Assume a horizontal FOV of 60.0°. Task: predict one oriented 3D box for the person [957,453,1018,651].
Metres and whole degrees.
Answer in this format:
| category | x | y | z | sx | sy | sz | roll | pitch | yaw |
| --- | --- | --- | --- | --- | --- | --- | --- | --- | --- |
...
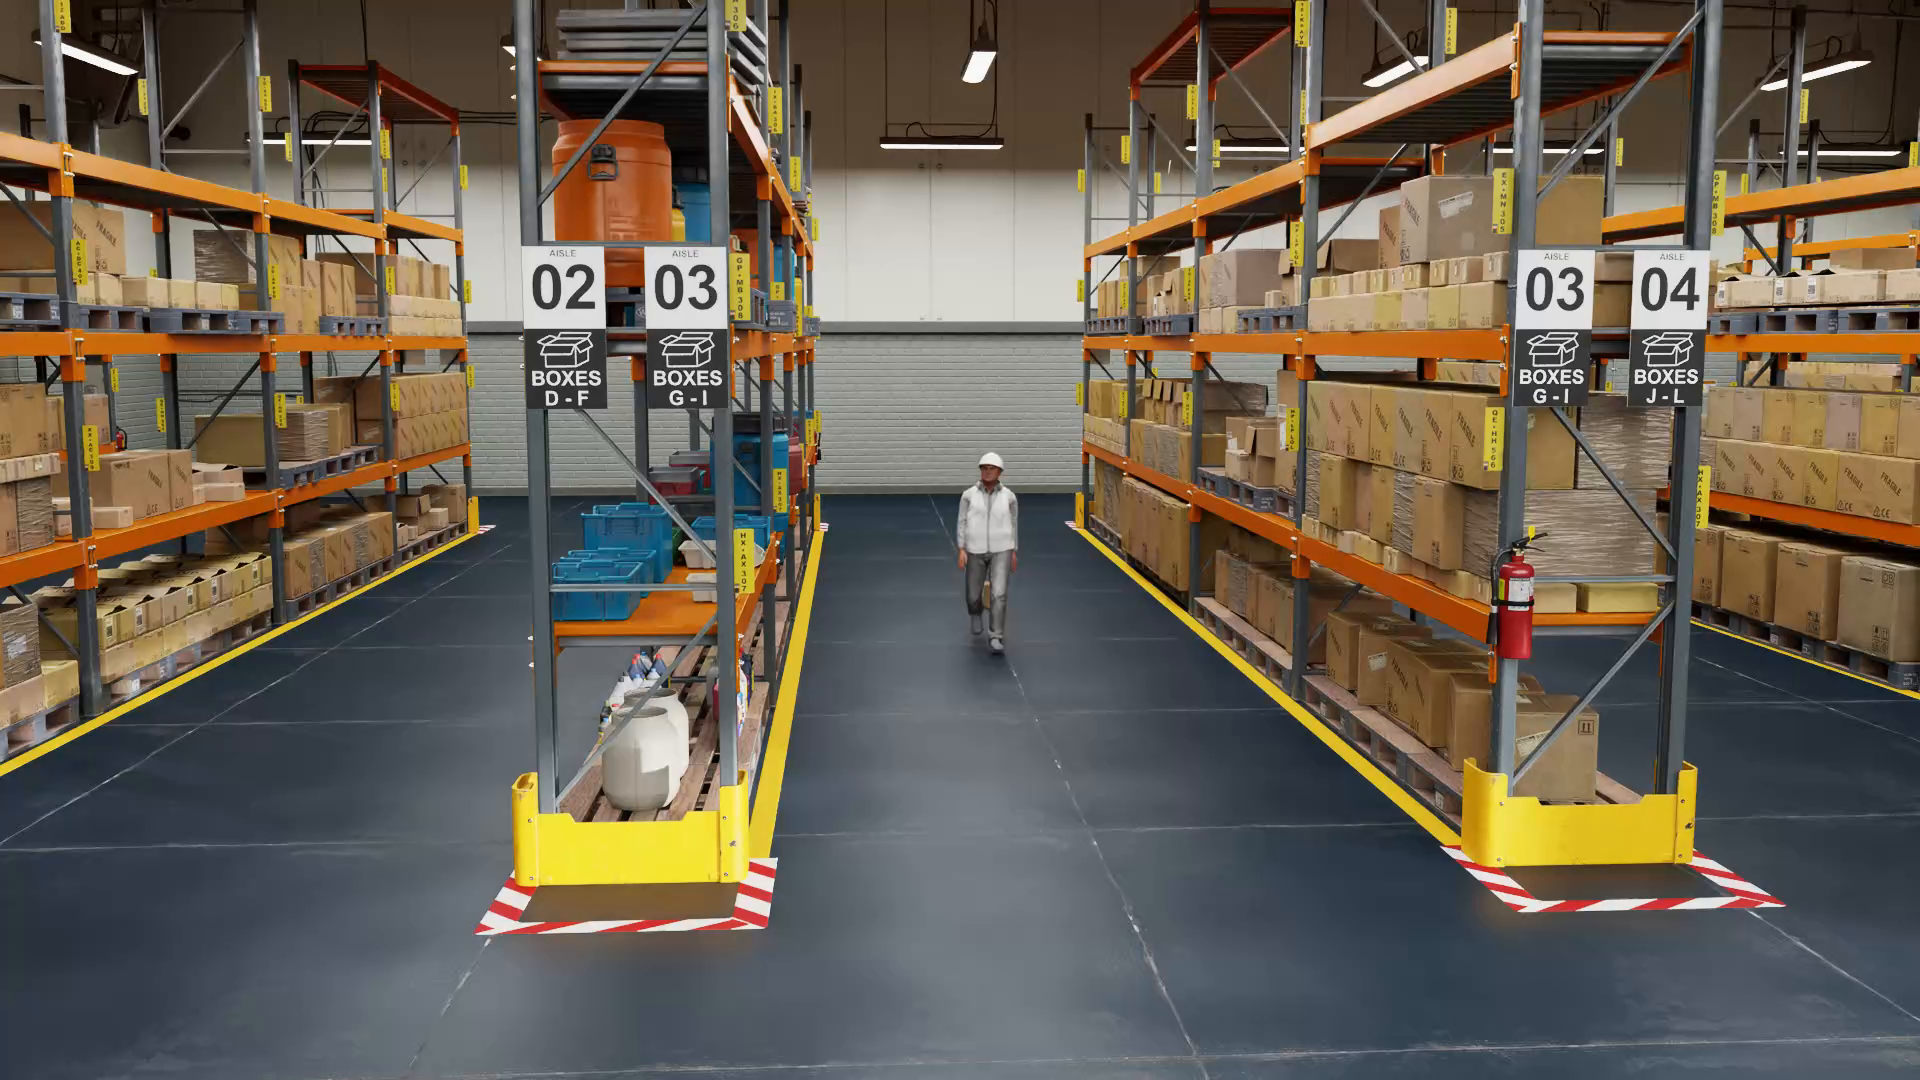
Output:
| category | x | y | z | sx | sy | sz | roll | pitch | yaw |
| --- | --- | --- | --- | --- | --- | --- | --- | --- | --- |
| person | 0.245 | 0.088 | 14.876 | 0.551 | 1.736 | 0.865 | 0 | 7 | 3 |
